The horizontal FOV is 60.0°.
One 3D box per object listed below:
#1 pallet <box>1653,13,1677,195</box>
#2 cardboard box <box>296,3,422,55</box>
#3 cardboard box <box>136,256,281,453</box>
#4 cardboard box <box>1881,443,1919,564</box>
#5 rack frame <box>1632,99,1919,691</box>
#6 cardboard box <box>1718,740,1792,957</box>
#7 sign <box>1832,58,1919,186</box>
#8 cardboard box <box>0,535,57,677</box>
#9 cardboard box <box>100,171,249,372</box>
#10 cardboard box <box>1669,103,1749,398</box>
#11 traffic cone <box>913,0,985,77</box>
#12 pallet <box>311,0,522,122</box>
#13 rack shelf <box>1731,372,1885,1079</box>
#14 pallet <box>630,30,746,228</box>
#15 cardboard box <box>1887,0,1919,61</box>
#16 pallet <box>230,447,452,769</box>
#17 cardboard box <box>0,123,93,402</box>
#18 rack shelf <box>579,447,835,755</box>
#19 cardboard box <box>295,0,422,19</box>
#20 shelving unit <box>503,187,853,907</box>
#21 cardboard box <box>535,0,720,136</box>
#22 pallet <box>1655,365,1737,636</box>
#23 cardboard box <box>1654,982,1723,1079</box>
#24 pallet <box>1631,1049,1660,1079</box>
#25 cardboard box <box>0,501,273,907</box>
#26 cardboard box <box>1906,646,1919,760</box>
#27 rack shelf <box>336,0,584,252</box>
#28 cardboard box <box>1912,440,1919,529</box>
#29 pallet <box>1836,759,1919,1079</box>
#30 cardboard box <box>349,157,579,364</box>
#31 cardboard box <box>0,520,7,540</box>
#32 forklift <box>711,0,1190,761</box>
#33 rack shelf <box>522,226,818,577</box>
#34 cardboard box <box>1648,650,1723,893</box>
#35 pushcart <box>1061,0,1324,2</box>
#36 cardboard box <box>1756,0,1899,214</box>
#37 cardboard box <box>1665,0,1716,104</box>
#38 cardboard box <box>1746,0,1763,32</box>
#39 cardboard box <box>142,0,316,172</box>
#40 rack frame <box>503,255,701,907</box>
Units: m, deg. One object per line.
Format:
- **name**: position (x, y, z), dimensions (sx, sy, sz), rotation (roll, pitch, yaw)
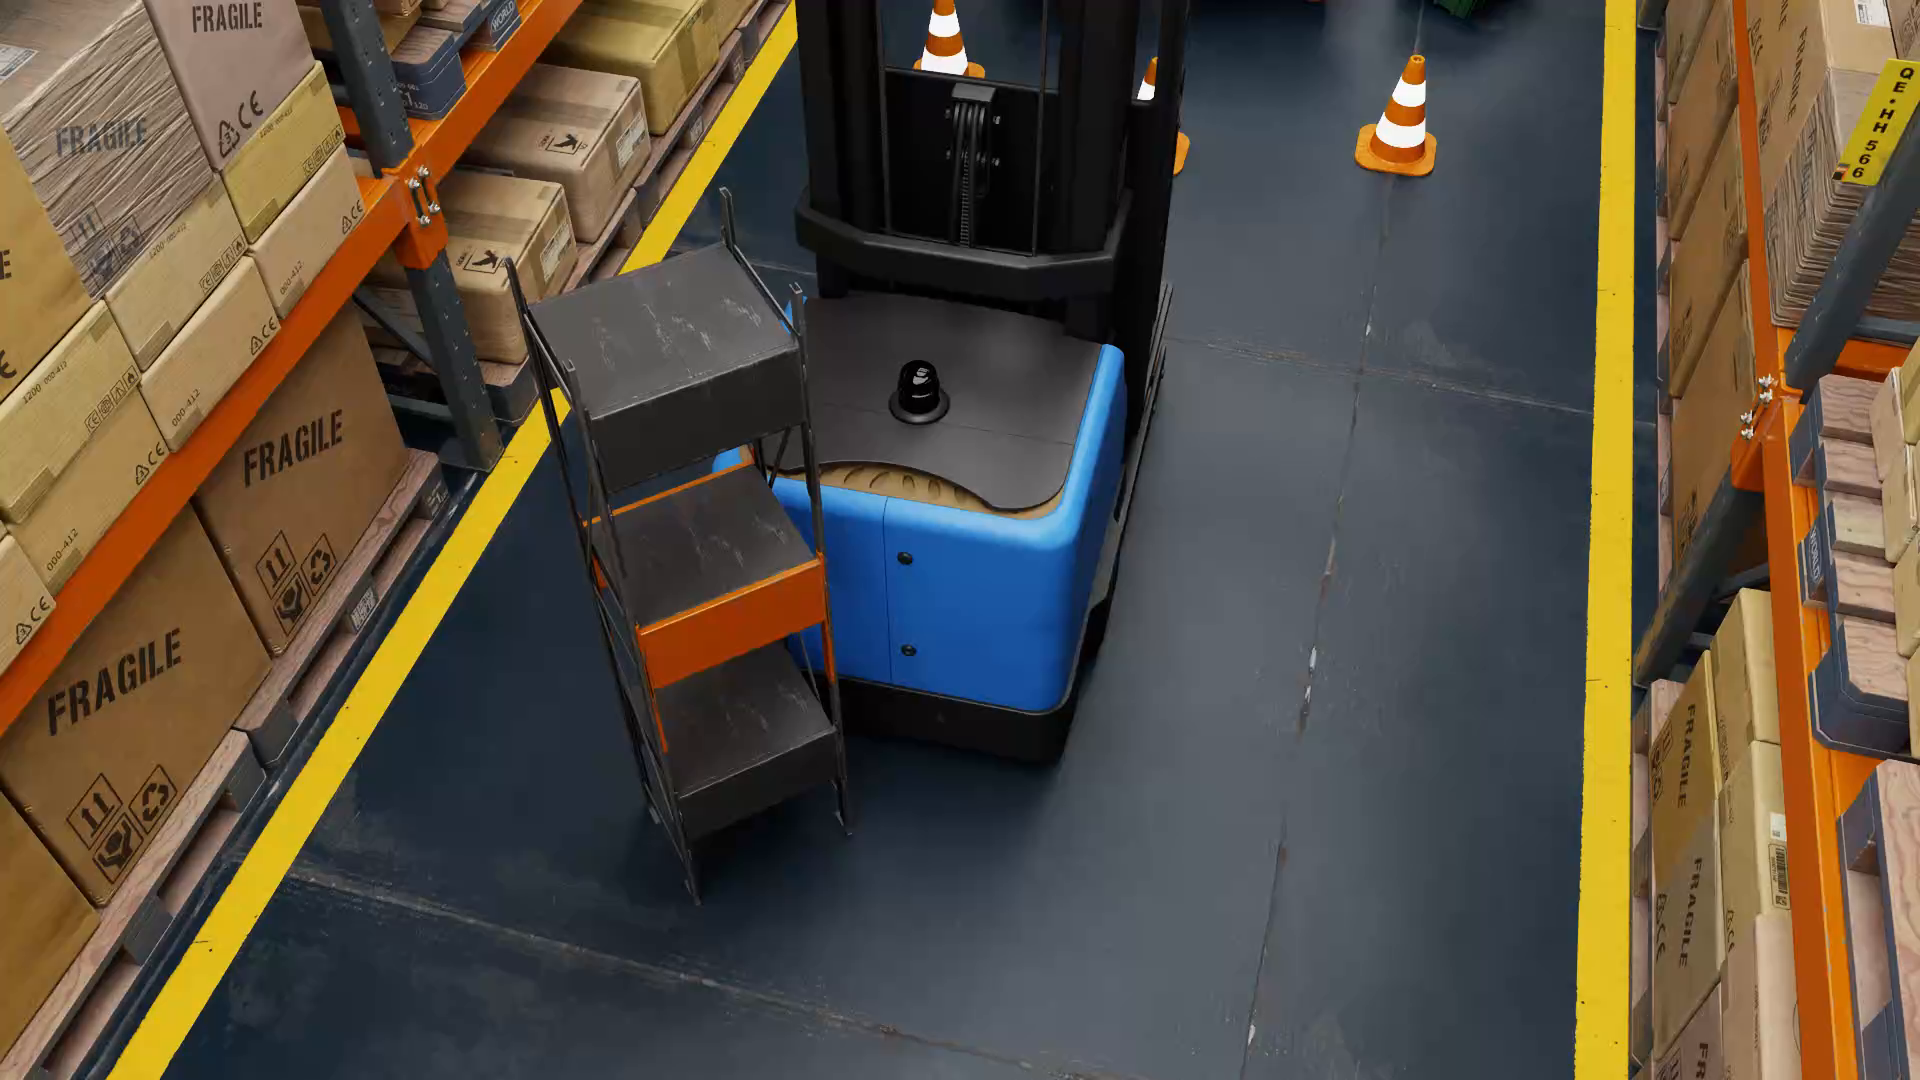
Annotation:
- **pallet**: position (3.577, -1.863, 7.253), dimensions (1.003, 0.211, 1.213), rotation (12, 50, 10)
- **cardboard box**: position (-1.883, -1.623, 5.069), dimensions (0.380, 0.149, 0.250), rotation (9, 49, 8)
- **cardboard box**: position (-2.150, -0.530, 4.317), dimensions (0.500, 0.250, 0.500), rotation (12, 50, 11)
- **cardboard box**: position (2.271, -0.043, 3.675), dimensions (0.380, 0.149, 0.250), rotation (14, 50, 12)
- **rack frame**: position (2.654, -0.465, 4.160), dimensions (1.000, 3.000, 0.127), rotation (12, 50, 10)
- **cardboard box**: position (2.106, 0.793, 3.937), dimensions (0.500, 0.250, 0.500), rotation (11, 49, 10)
- **sign**: position (2.118, -0.955, 3.820), dimensions (0.100, 0.325, 0.005), rotation (12, 50, 10)
- **cardboard box**: position (-2.405, 0.206, 3.668), dimensions (0.500, 0.250, 0.500), rotation (11, 49, 9)
- **cardboard box**: position (-2.162, -0.713, 4.145), dimensions (0.500, 0.250, 0.500), rotation (10, 49, 9)
- **cardboard box**: position (3.128, -0.915, 5.778), dimensions (1.050, 0.750, 0.750), rotation (12, 50, 11)
- **traffic cone**: position (-0.071, -2.249, 7.427), dimensions (0.336, 0.463, 0.334), rotation (12, 50, 10)
- **pallet**: position (-2.063, -1.842, 5.503), dimensions (1.213, 0.211, 1.003), rotation (12, 50, 10)
- **rack shelf**: position (2.128, 1.220, 3.153), dimensions (1.077, 0.370, 4.000), rotation (12, 50, 10)
- **pallet**: position (-1.618, -1.891, 7.278), dimensions (1.003, 0.211, 1.213), rotation (12, 50, 10)
- **cardboard box**: position (2.914, -1.518, 4.355), dimensions (0.700, 0.500, 0.500), rotation (11, 49, 9)
- **pallet**: position (-2.428, 0.109, 5.513), dimensions (1.003, 0.211, 1.213), rotation (12, 50, 10)
- **cardboard box**: position (-2.296, -0.577, 3.525), dimensions (0.500, 0.500, 0.500), rotation (12, 50, 10)
- **rack shelf**: position (-0.638, 0.154, 4.231), dimensions (0.480, 0.518, 0.431), rotation (-22, 52, -18)
- **cardboard box**: position (-1.806, -1.919, 4.898), dimensions (0.500, 0.500, 0.500), rotation (10, 49, 9)
- **shelving unit**: position (-0.638, 0.145, 4.221), dimensions (0.503, 2.100, 0.431), rotation (-22, 52, -18)
- **cardboard box**: position (-1.598, -2.128, 7.100), dimensions (0.950, 0.372, 0.625), rotation (13, 50, 11)
- **pallet**: position (2.934, -0.098, 5.695), dimensions (1.003, 0.211, 1.213), rotation (12, 50, 10)
- **cardboard box**: position (1.962, 1.421, 3.882), dimensions (0.500, 0.500, 0.500), rotation (10, 49, 9)
- **pallet**: position (2.124, 1.902, 3.930), dimensions (1.003, 0.211, 1.213), rotation (12, 50, 10)
- **cardboard box**: position (-2.649, 0.323, 4.601), dimensions (0.875, 0.875, 0.875), rotation (12, 50, 10)
- **cardboard box**: position (2.131, 0.348, 3.330), dimensions (0.380, 0.149, 0.250), rotation (14, 50, 12)
- **rack shelf**: position (-1.621, -2.577, 6.504), dimensions (1.077, 0.370, 4.000), rotation (12, 50, 10)
- **cardboard box**: position (2.264, -0.113, 3.538), dimensions (0.380, 0.149, 0.250), rotation (14, 50, 12)
- **pallet**: position (2.173, 1.038, 2.961), dimensions (1.003, 0.211, 1.213), rotation (12, 50, 10)
- **cardboard box**: position (-1.990, -1.045, 6.144), dimensions (0.950, 0.372, 0.625), rotation (9, 49, 7)
- **cardboard box**: position (-2.413, 0.037, 3.483), dimensions (0.500, 0.250, 0.500), rotation (10, 49, 9)
- **forklift**: position (0.147, -1.429, 5.056), dimensions (1.130, 2.935, 3.031), rotation (10, 49, 9)
- **rack shelf**: position (-0.638, -0.309, 3.707), dimensions (0.480, 0.518, 0.431), rotation (-22, 52, -18)
- **cardboard box**: position (2.222, 0.684, 4.532), dimensions (0.500, 0.500, 0.500), rotation (10, 49, 8)
- **pushcart**: position (1.118, -2.981, 8.129), dimensions (1.648, 0.377, 0.936), rotation (-4, 49, -3)
- **cardboard box**: position (2.646, -1.237, 4.775), dimensions (0.500, 0.500, 0.500), rotation (12, 50, 10)
- **cardboard box**: position (3.630, -2.286, 6.987), dimensions (1.050, 0.750, 0.750), rotation (11, 50, 10)
- **cardboard box**: position (2.909, -1.971, 5.422), dimensions (0.500, 0.500, 0.500), rotation (12, 50, 11)
- **cardboard box**: position (-2.032, -1.307, 4.169), dimensions (0.500, 0.500, 0.500), rotation (10, 49, 9)
- **rack frame**: position (-0.852, 0.233, 4.144), dimensions (0.015, 2.100, 0.400), rotation (-22, 52, -18)
